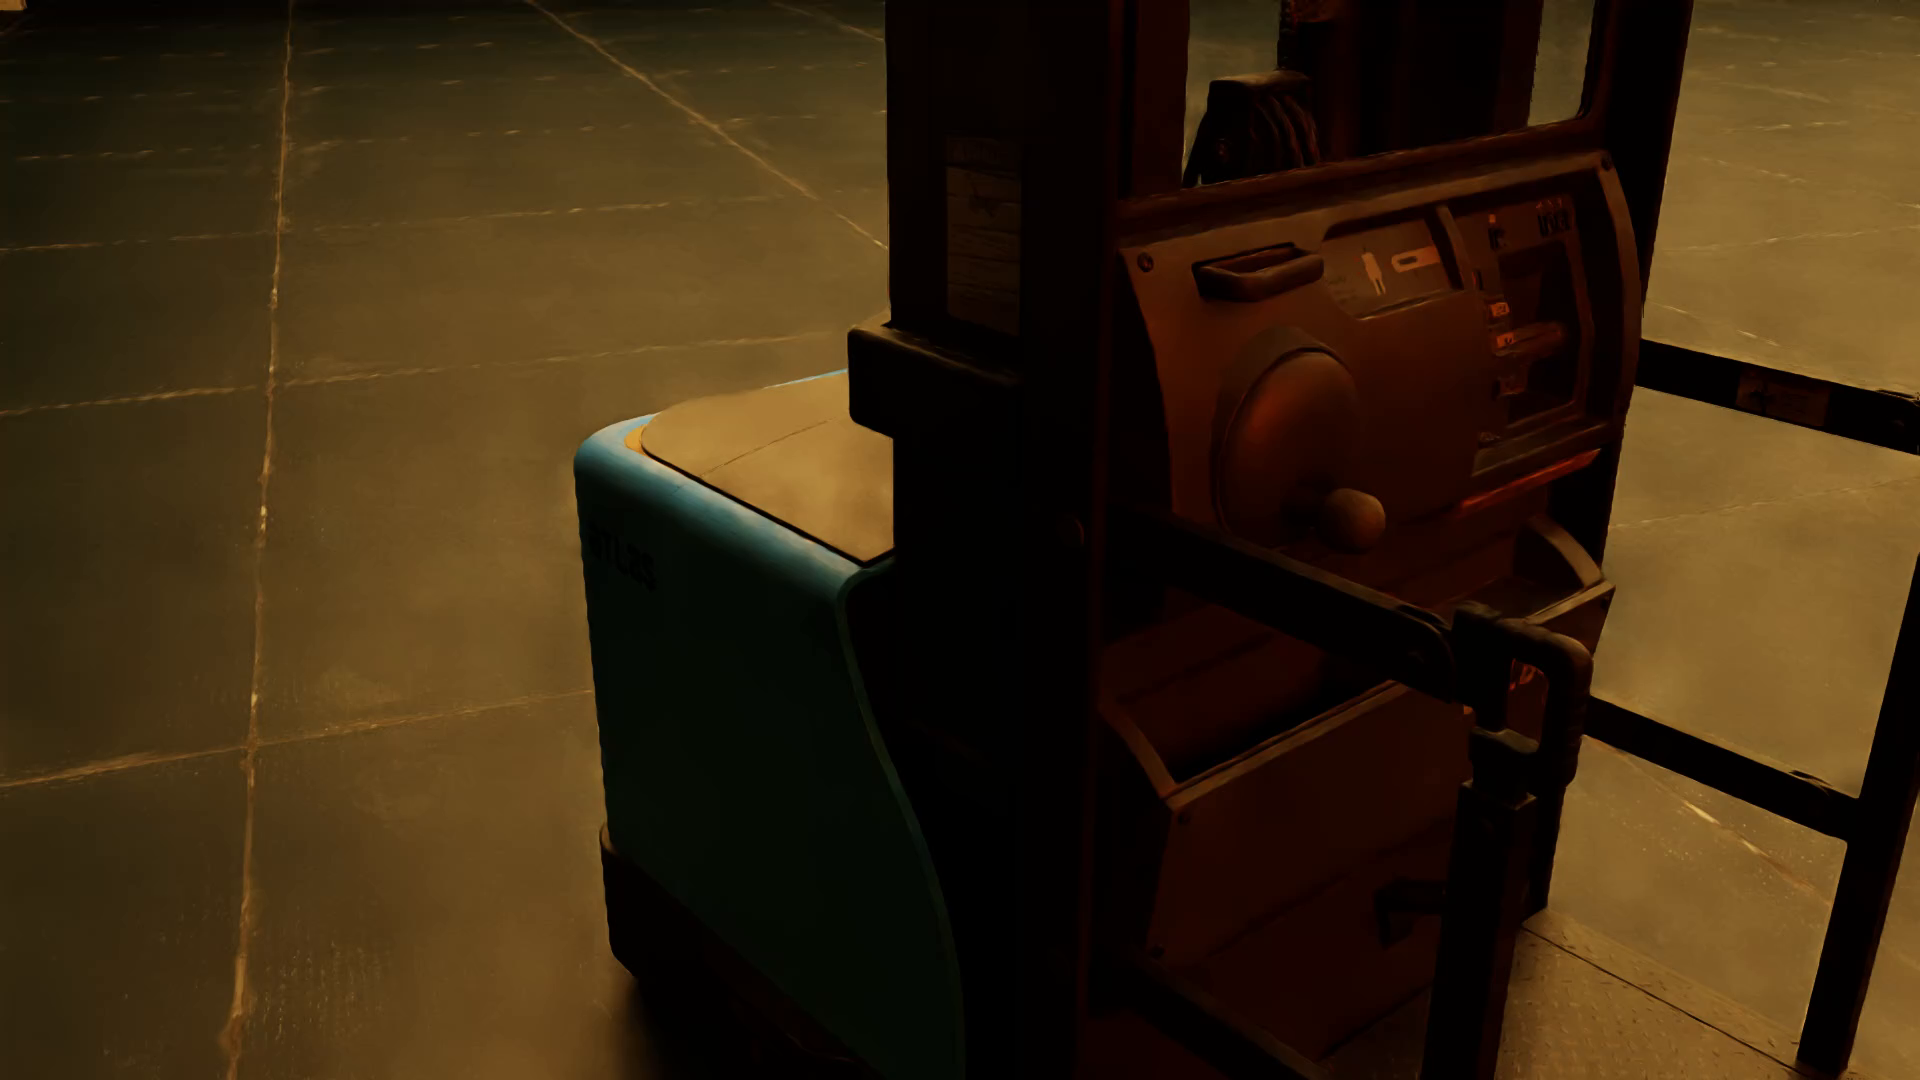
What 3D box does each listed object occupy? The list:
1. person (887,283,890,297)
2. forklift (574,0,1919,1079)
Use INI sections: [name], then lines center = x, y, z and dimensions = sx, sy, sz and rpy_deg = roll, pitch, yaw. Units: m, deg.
[person]
center = -0.004, -0.774, 4.762
dimensions = 0.432, 1.673, 0.365
rpy_deg = -8, 24, -18
[forklift]
center = 0.679, -0.226, 1.836
dimensions = 1.130, 2.935, 3.031
rpy_deg = -18, 29, -36
